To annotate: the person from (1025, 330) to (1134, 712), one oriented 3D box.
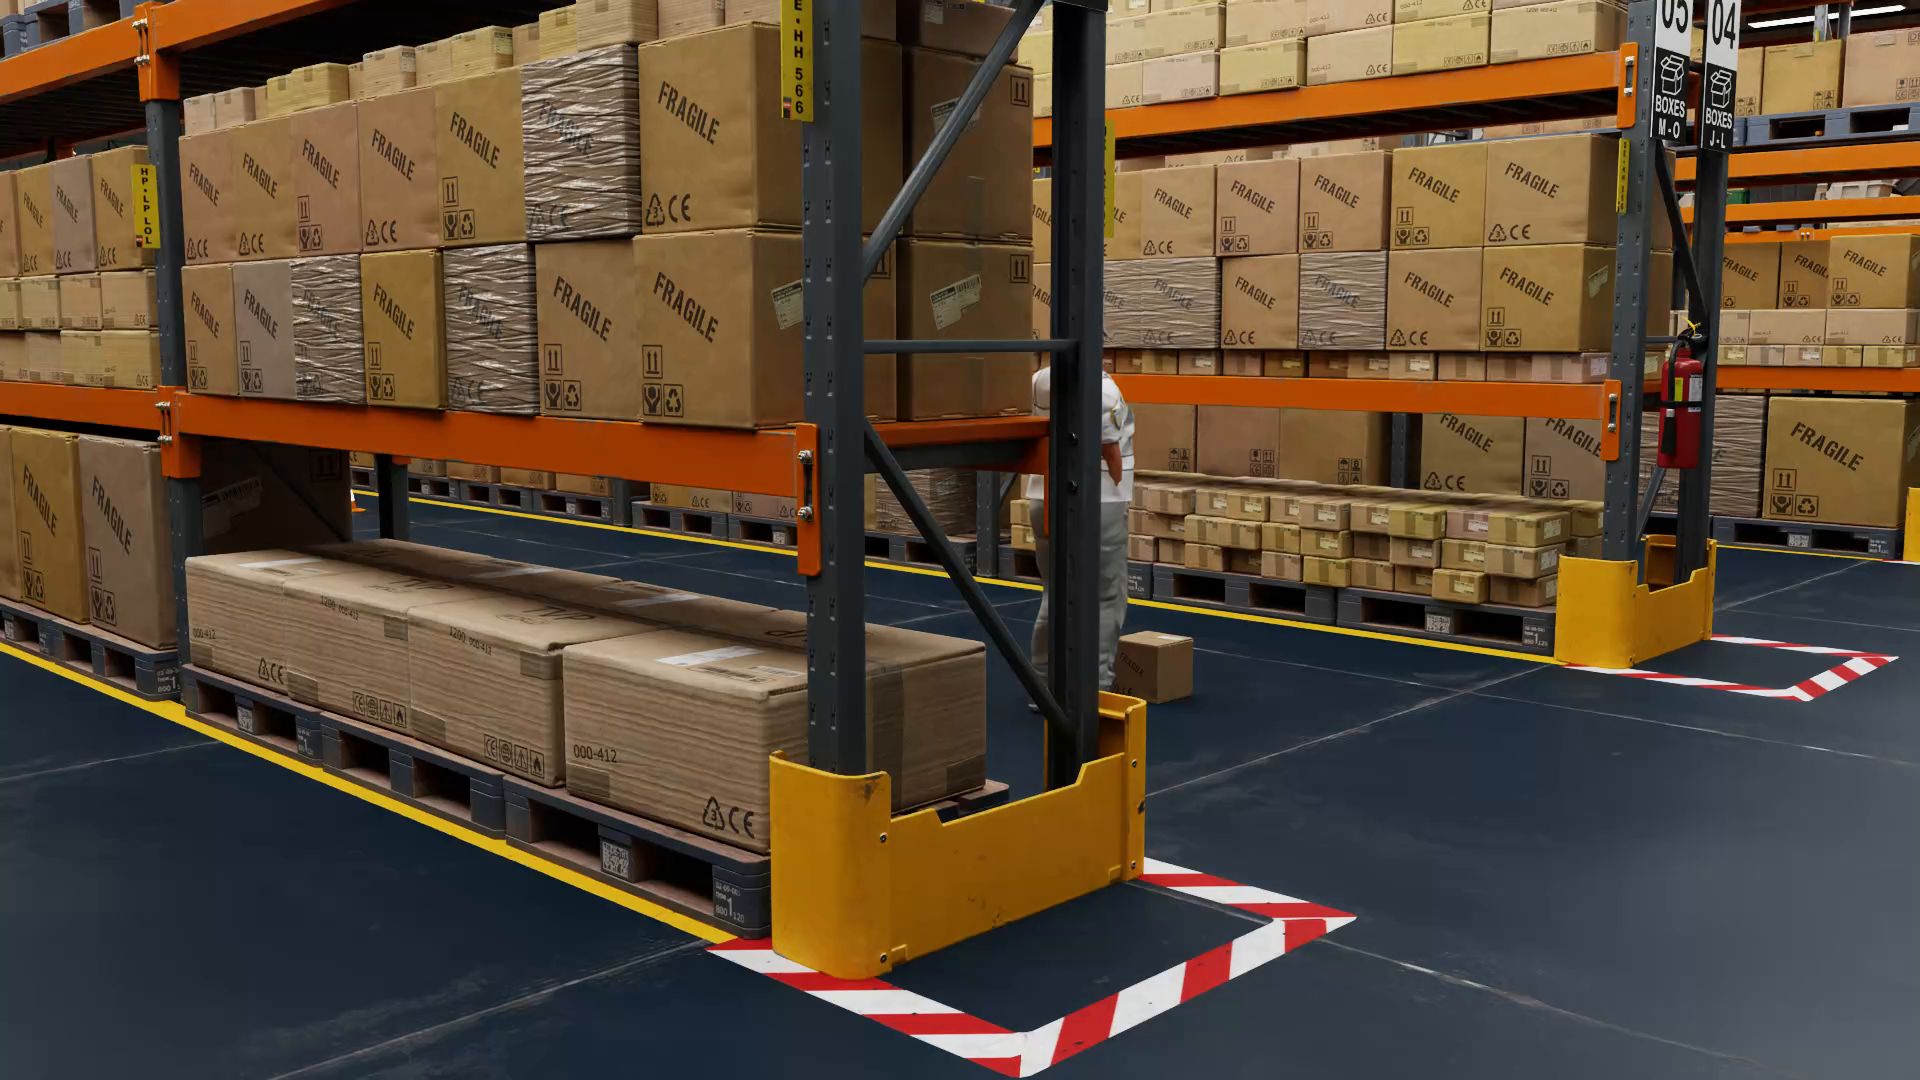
[{"bbox_3d":[0.478,-0.113,6.693,0.372,1.659,0.469,-7,10,-45],"label":"person"}]
